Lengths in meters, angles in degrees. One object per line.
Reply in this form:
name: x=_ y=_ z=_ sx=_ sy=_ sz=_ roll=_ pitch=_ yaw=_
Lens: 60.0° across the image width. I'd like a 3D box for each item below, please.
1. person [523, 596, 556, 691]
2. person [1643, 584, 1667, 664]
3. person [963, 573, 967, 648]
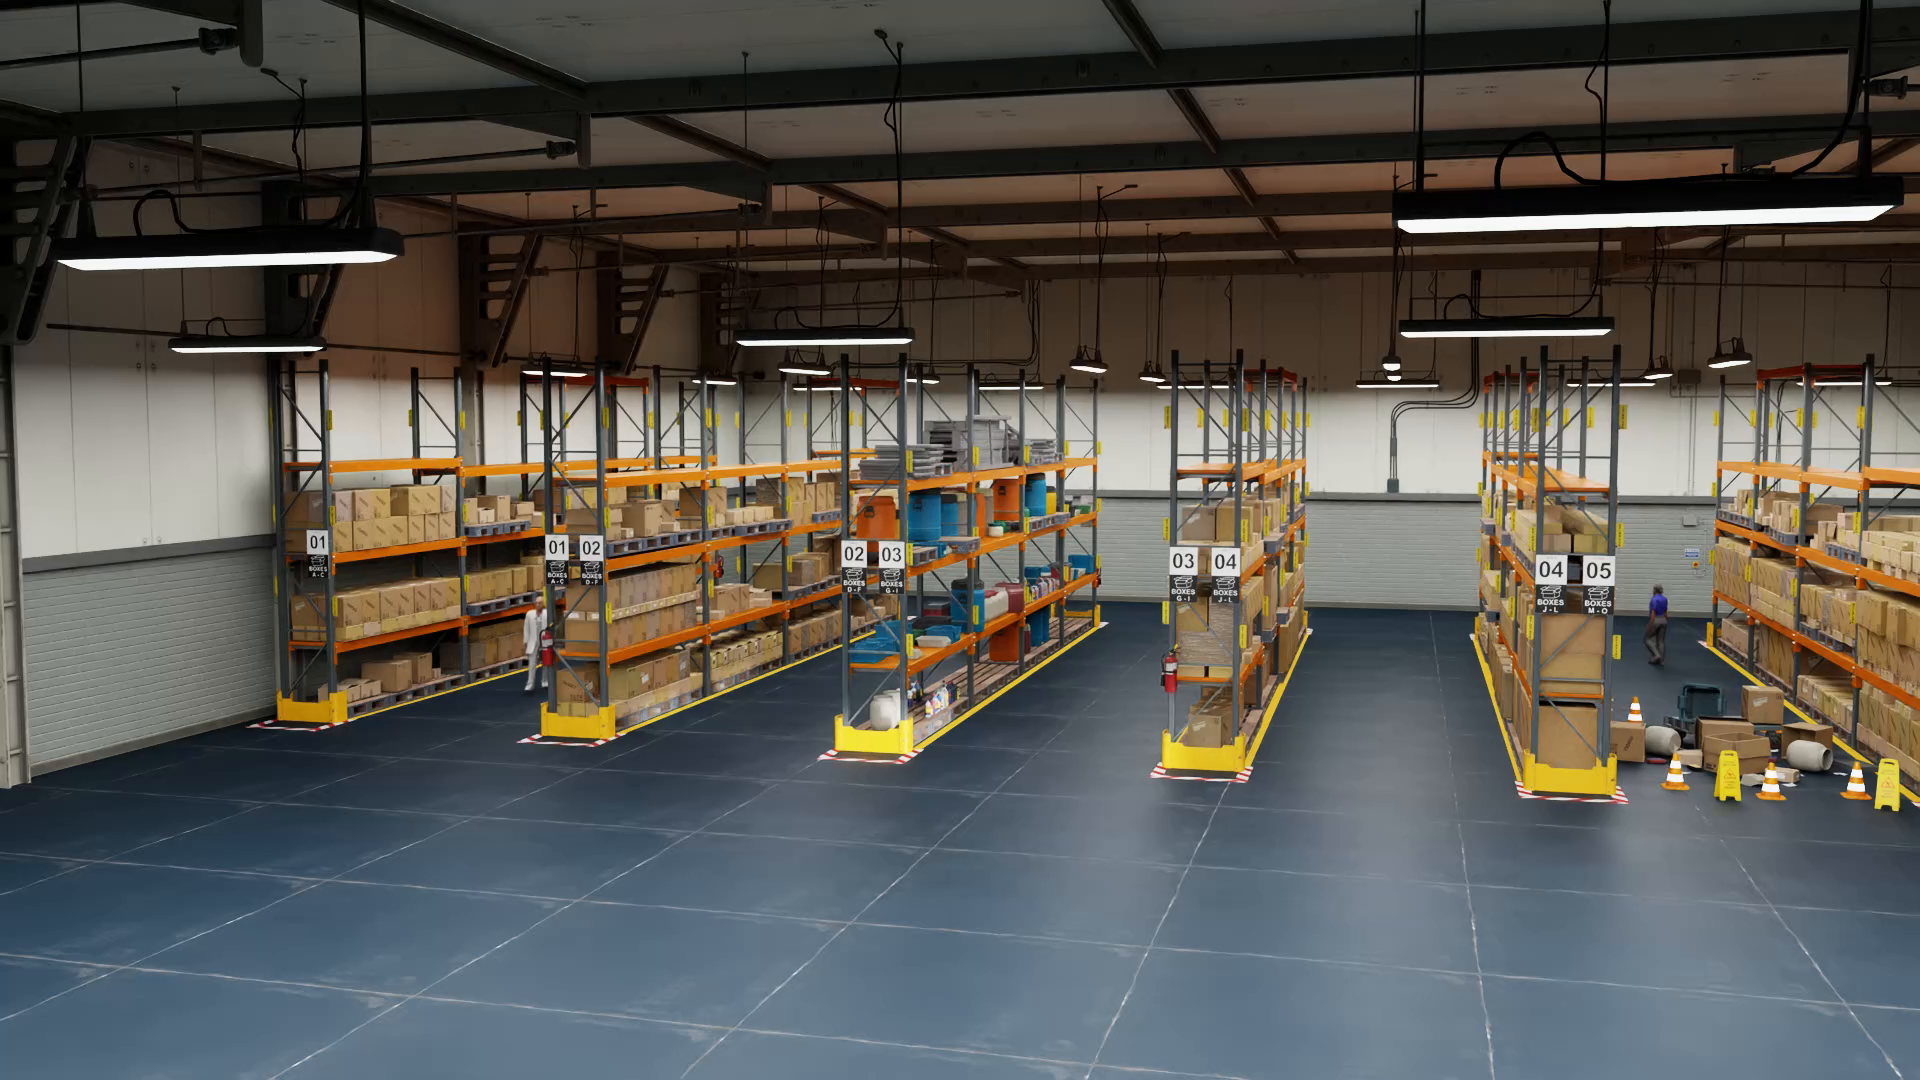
person: x=-7.752 y=1.907 z=30.668 sx=0.600 sy=1.729 sz=1.105 roll=-1 pitch=4 yaw=-14
person: x=14.298 y=1.715 z=34.091 sx=0.495 sy=1.640 sz=0.407 roll=-2 pitch=5 yaw=-26
person: x=0.220 y=1.562 z=36.118 sx=0.517 sy=1.674 sz=0.514 roll=-2 pitch=4 yaw=-23
